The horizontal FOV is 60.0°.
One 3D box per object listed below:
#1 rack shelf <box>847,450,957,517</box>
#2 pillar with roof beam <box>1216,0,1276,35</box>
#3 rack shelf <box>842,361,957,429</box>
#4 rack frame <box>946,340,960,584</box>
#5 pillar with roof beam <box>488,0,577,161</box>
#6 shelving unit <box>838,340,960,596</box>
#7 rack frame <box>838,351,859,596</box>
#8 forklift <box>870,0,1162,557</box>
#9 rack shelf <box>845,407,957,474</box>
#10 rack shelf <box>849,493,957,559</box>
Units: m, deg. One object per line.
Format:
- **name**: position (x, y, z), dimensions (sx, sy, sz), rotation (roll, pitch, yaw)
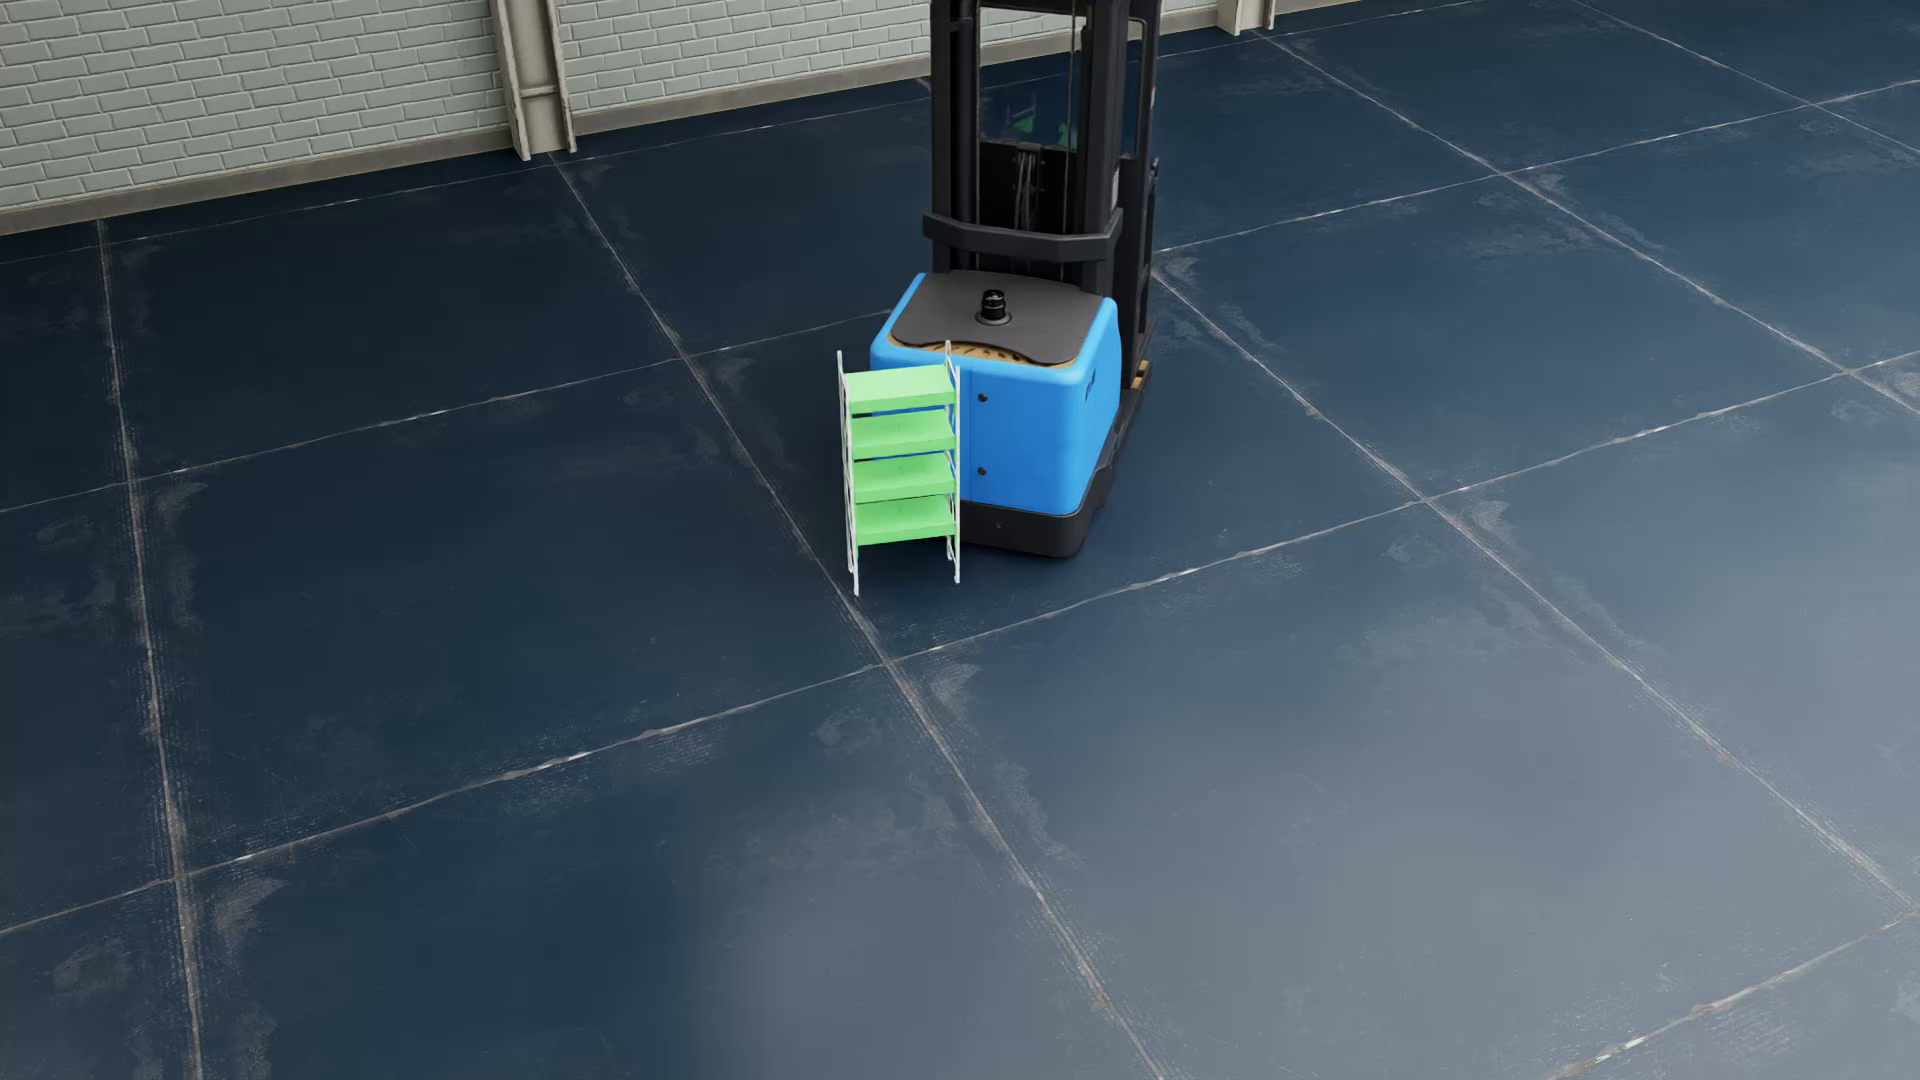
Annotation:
- **rack shelf**: position (-0.272, -0.262, 7.704), dimensions (0.480, 0.148, 0.258), rotation (-7, 37, -9)
- **pillar with roof beam**: position (4.243, -5.660, 8.327), dimensions (0.400, 9.000, 9.100), rotation (-16, 39, -20)
- **rack shelf**: position (-0.272, -0.648, 7.418), dimensions (0.480, 0.148, 0.258), rotation (-7, 37, -9)
- **rack frame**: position (-0.033, -0.342, 7.704), dimensions (0.015, 1.200, 0.240), rotation (-7, 37, -9)
- **pillar with roof beam**: position (-1.188, -4.141, 6.280), dimensions (0.400, 9.000, 9.100), rotation (-16, 39, -20)
- **shelving unit**: position (-0.272, -0.314, 7.666), dimensions (0.503, 1.200, 0.258), rotation (-7, 37, -9)
- **rack frame**: position (-0.512, -0.285, 7.627), dimensions (0.015, 1.200, 0.240), rotation (-7, 37, -9)
- **forklift**: position (0.463, -1.974, 8.451), dimensions (1.130, 2.935, 3.031), rotation (10, 38, 13)
- **rack shelf**: position (-0.272, -0.455, 7.561), dimensions (0.480, 0.148, 0.258), rotation (-7, 37, -9)
- **rack shelf**: position (-0.272, -0.069, 7.847), dimensions (0.480, 0.148, 0.258), rotation (-7, 37, -9)
